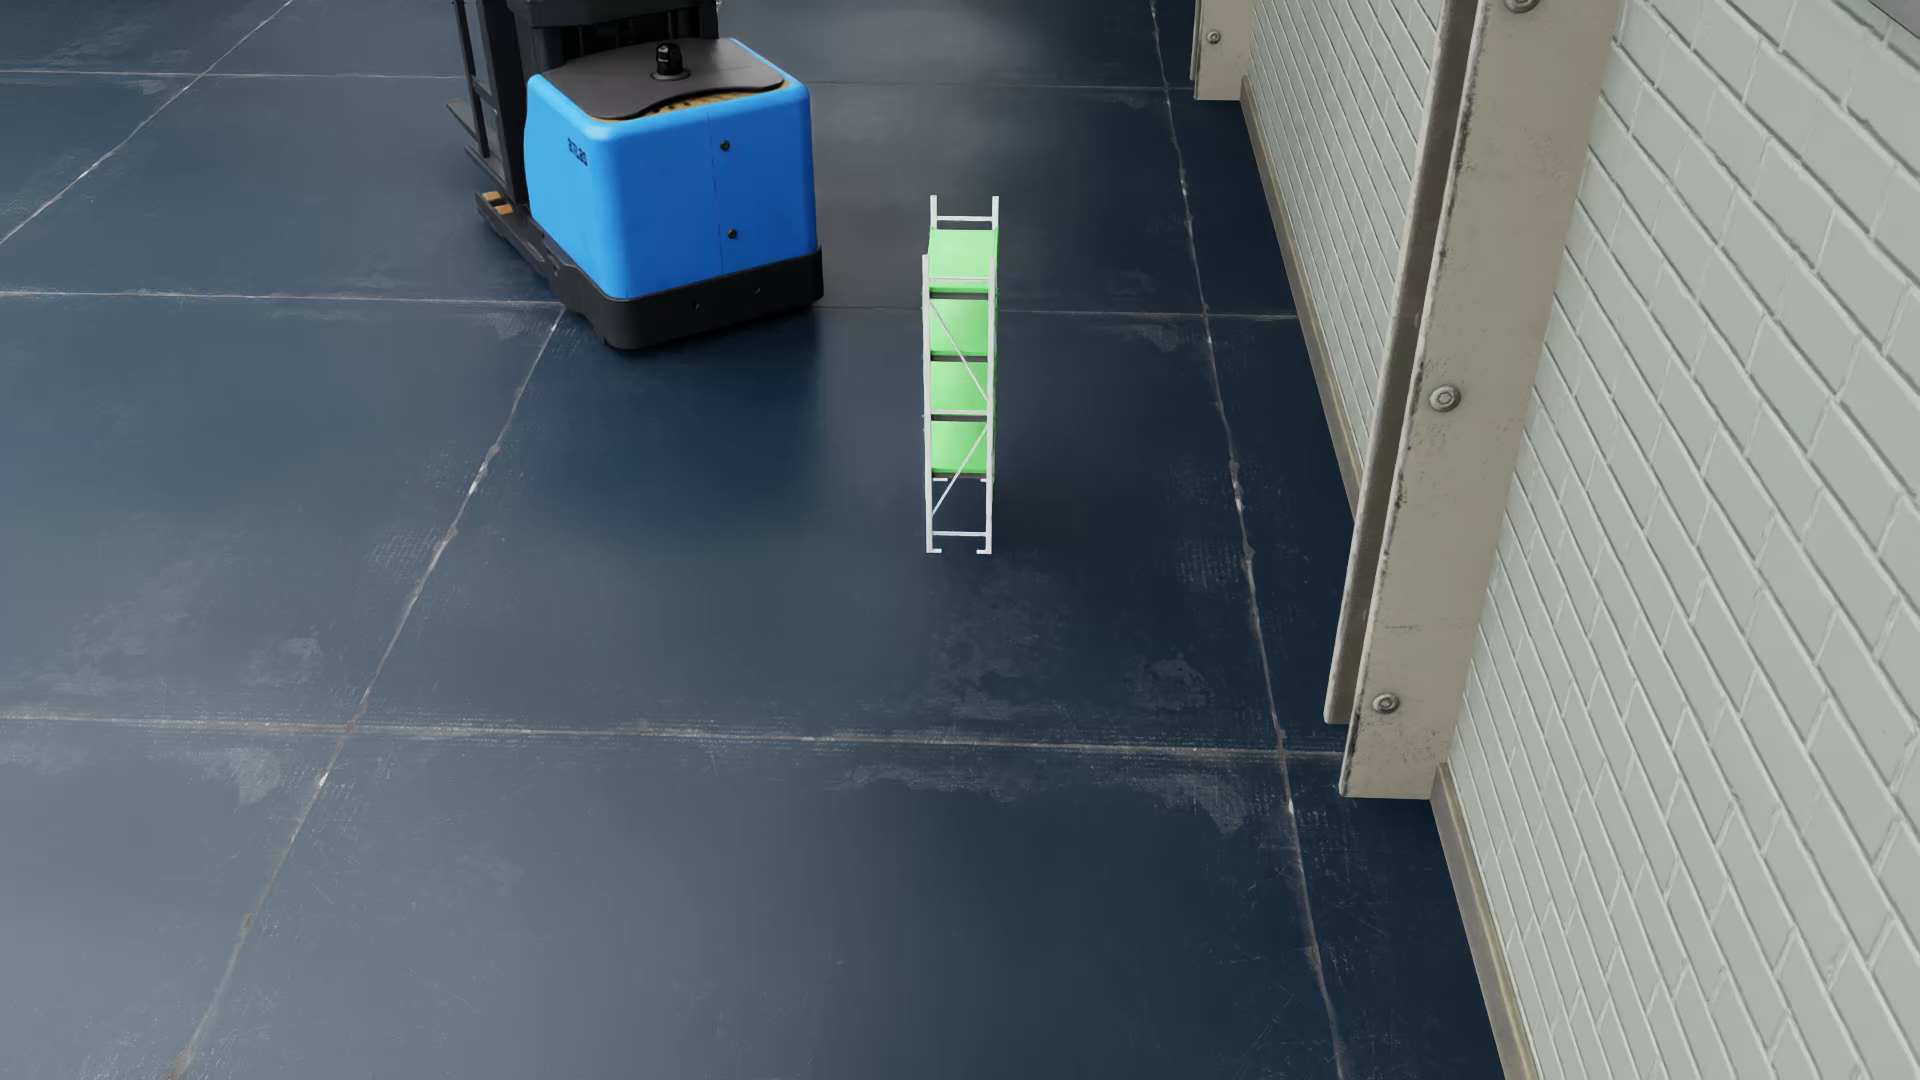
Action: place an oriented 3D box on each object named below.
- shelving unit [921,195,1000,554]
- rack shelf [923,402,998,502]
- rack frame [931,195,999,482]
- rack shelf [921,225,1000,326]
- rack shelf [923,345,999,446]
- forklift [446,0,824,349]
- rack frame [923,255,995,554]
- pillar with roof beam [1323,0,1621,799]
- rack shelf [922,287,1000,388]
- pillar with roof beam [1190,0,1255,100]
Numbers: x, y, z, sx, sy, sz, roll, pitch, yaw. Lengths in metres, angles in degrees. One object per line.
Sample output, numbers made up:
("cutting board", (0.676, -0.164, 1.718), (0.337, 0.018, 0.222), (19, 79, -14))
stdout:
("shelving unit", (0.007, -0.586, 6.040), (0.258, 1.200, 0.503), (1, 35, 2))
("rack shelf", (0.007, -0.337, 6.215), (0.258, 0.148, 0.480), (1, 35, 2))
("rack frame", (0.016, -0.726, 6.240), (0.240, 1.200, 0.015), (1, 35, 2))
("rack shelf", (0.007, -0.926, 5.801), (0.258, 0.148, 0.480), (1, 35, 2))
("rack shelf", (0.007, -0.534, 6.077), (0.258, 0.148, 0.480), (1, 35, 2))
("forklift", (-1.831, -2.856, 7.765), (1.130, 2.935, 3.031), (-19, 39, -25))
("rack frame", (-0.003, -0.446, 5.841), (0.240, 1.200, 0.015), (1, 35, 2))
("pillar with roof beam", (-2.966, -3.101, 2.836), (9.100, 9.000, 0.400), (1, 35, 2))
("rack shelf", (0.007, -0.730, 5.939), (0.258, 0.148, 0.480), (1, 35, 2))
("pillar with roof beam", (-2.725, -6.548, 7.741), (9.100, 9.000, 0.400), (1, 35, 2))
